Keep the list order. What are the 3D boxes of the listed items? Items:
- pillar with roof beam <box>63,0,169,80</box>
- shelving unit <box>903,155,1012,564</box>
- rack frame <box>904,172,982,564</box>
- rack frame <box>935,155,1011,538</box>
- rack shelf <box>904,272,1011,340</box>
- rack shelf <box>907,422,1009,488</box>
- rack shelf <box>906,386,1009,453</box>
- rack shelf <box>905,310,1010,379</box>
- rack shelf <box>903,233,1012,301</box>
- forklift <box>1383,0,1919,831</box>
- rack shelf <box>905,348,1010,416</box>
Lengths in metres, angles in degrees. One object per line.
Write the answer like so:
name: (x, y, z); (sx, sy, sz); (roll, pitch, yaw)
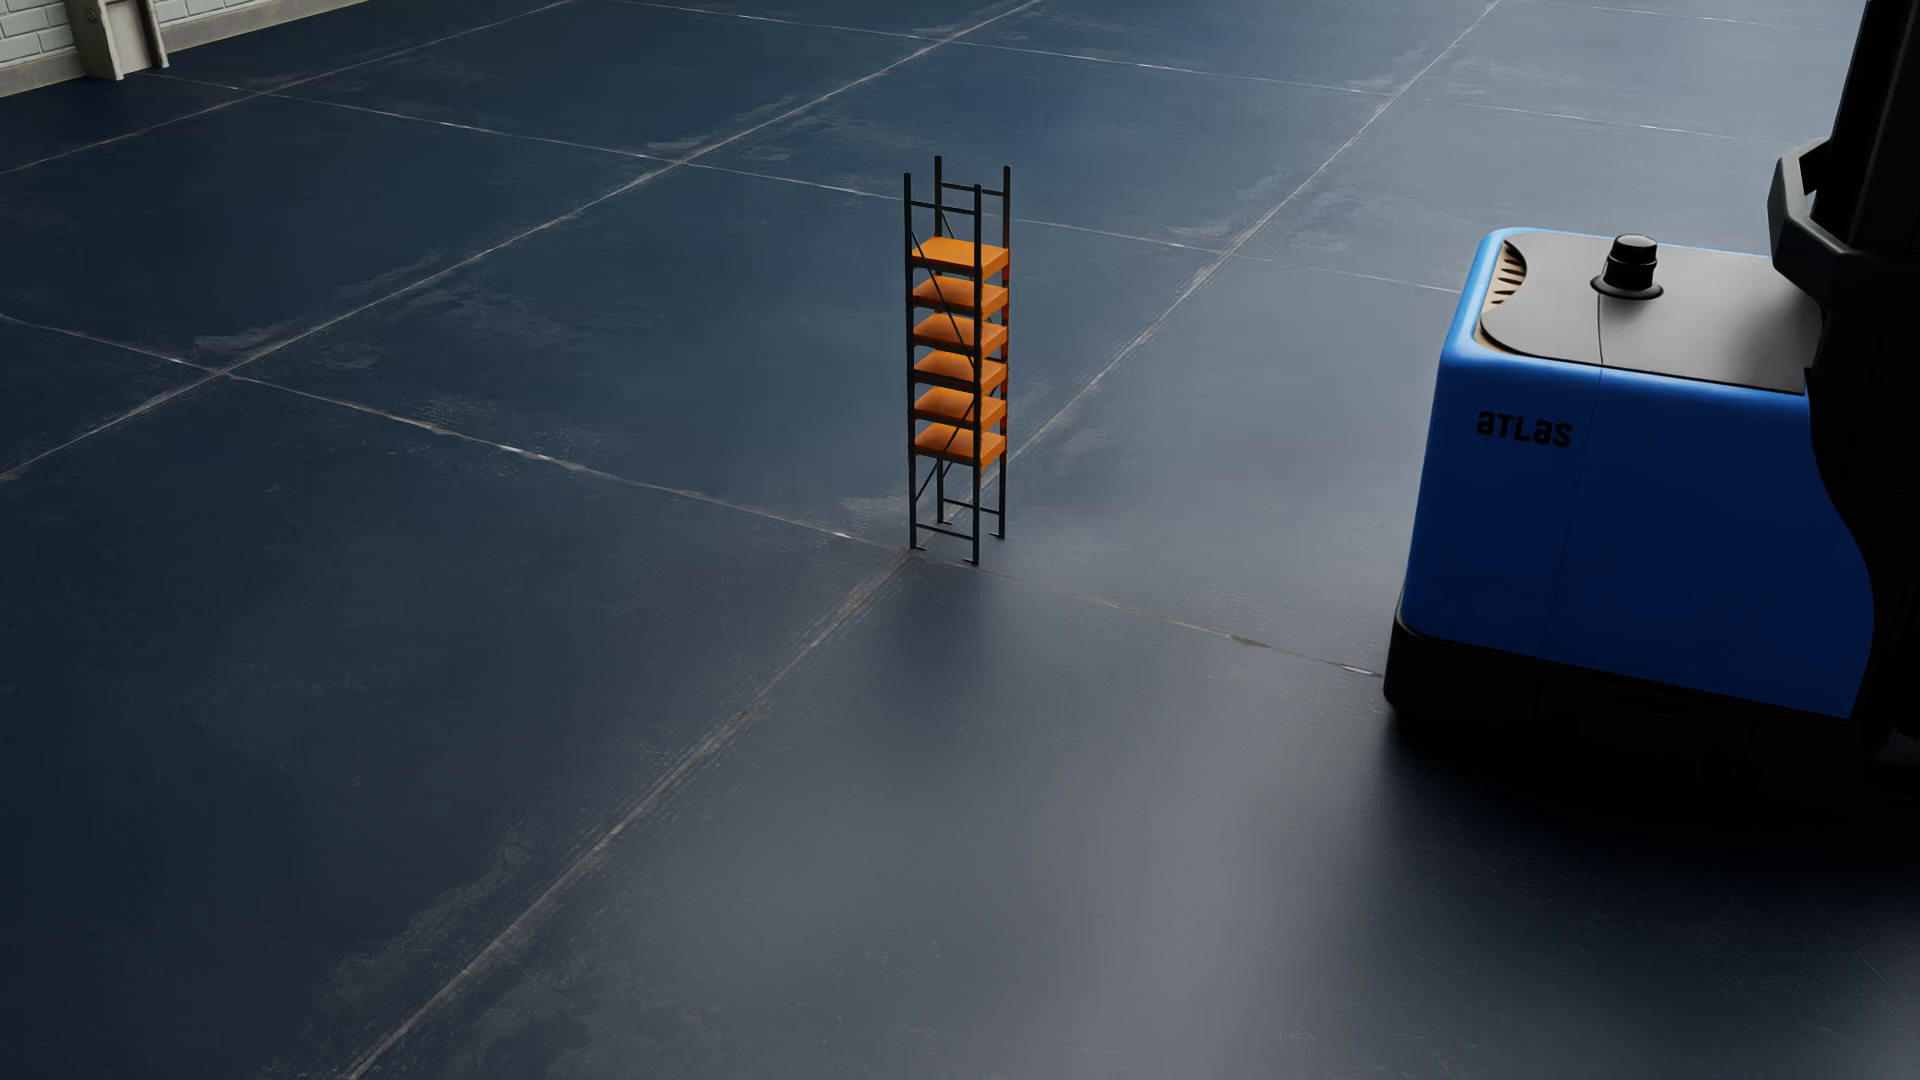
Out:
pillar with roof beam: (-1.348, -5.845, 6.392); (9.100, 9.000, 0.400); (14, 33, 23)
shelving unit: (-0.007, -0.514, 4.940); (0.258, 1.200, 0.189); (14, 33, 23)
rack frame: (-0.048, -0.473, 4.869); (0.240, 1.200, 0.006); (14, 33, 23)
rack frame: (0.035, -0.554, 5.011); (0.240, 1.200, 0.006); (14, 33, 23)
rack shelf: (-0.007, -0.683, 4.843); (0.258, 0.103, 0.180); (14, 33, 23)
rack shelf: (-0.007, -0.267, 5.082); (0.258, 0.103, 0.180); (14, 33, 23)
rack shelf: (-0.007, -0.371, 5.022); (0.258, 0.103, 0.180); (14, 33, 23)
rack shelf: (-0.007, -0.579, 4.902); (0.258, 0.103, 0.180); (14, 33, 23)
rack shelf: (-0.007, -0.788, 4.783); (0.258, 0.103, 0.180); (14, 33, 23)
forklift: (2.690, -0.735, 3.586); (3.031, 2.935, 1.130); (11, 32, 18)
rack shelf: (-0.007, -0.475, 4.962); (0.258, 0.103, 0.180); (14, 33, 23)
